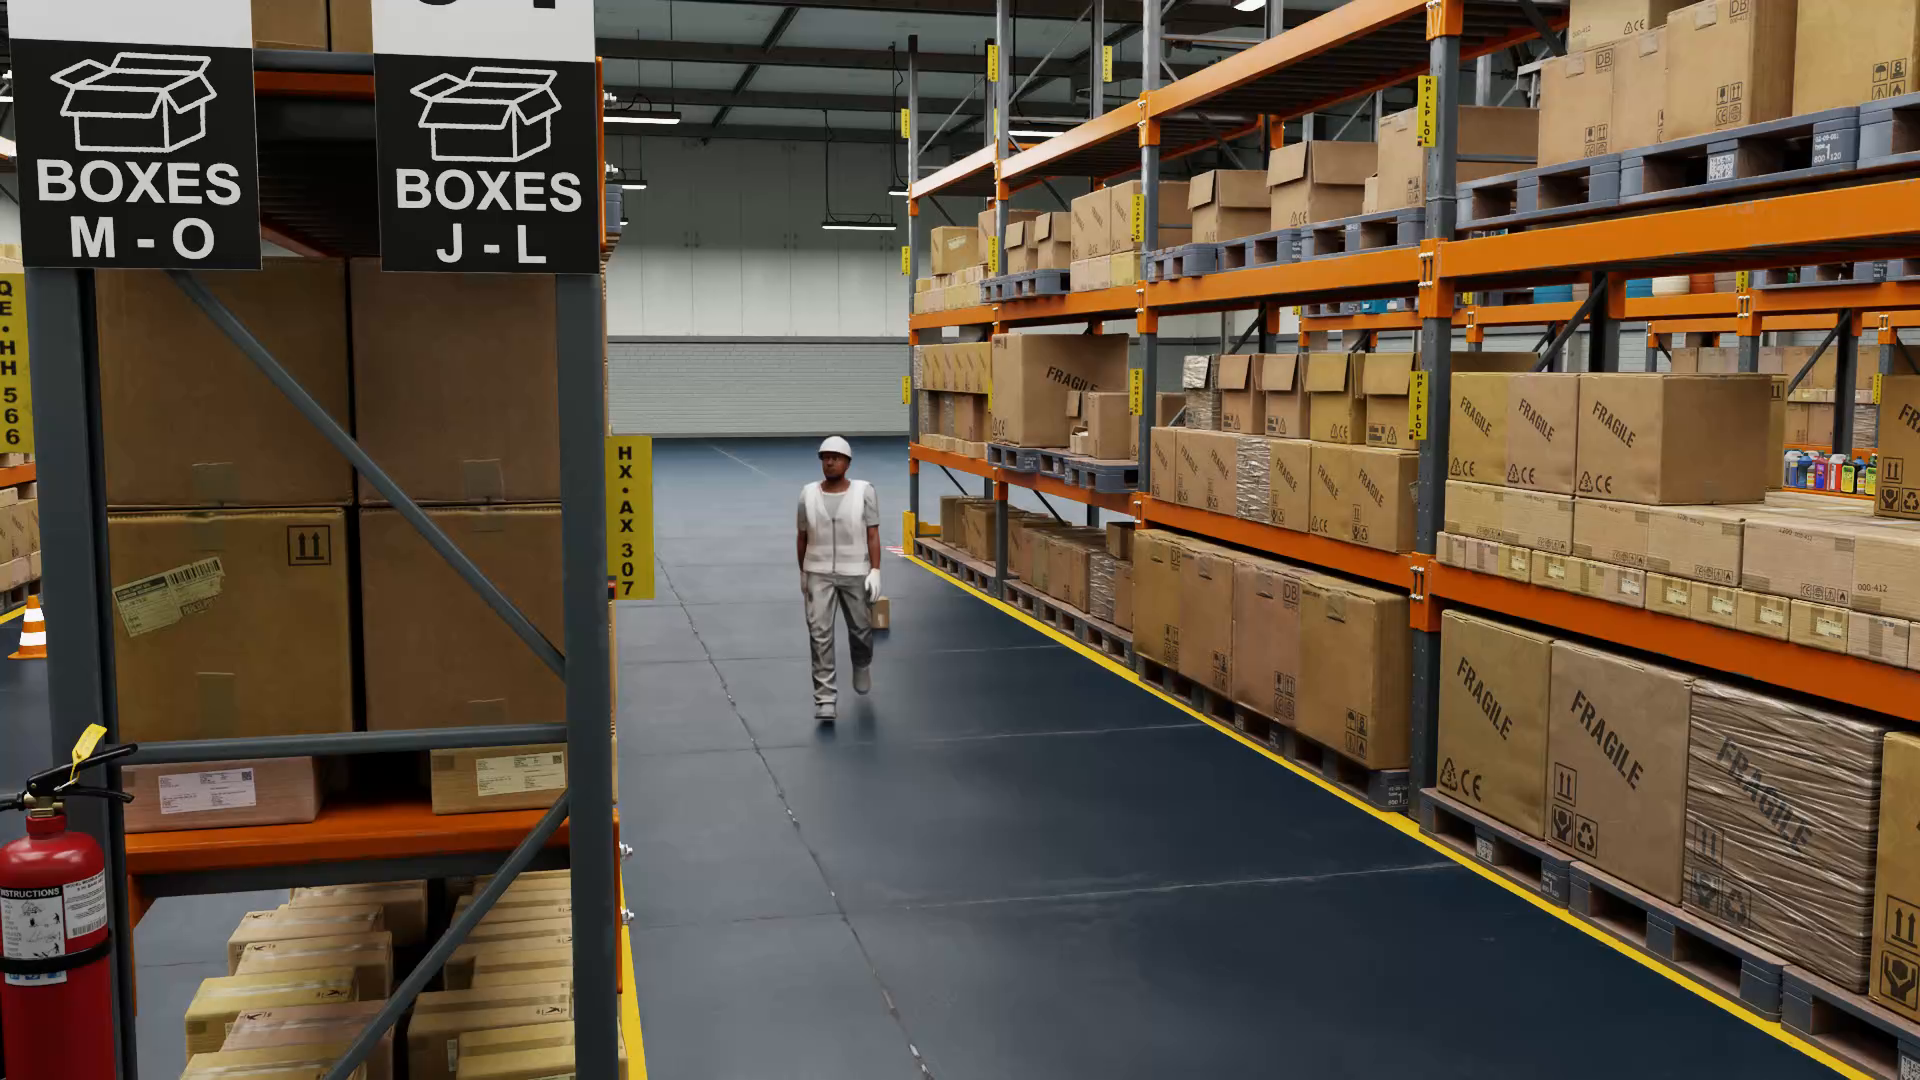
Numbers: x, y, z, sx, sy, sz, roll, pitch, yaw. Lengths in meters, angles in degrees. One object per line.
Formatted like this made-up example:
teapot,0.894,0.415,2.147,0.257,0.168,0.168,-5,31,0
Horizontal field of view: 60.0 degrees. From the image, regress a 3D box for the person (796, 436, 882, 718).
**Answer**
person,-0.770,0.219,10.601,0.554,1.761,0.834,0,6,1
